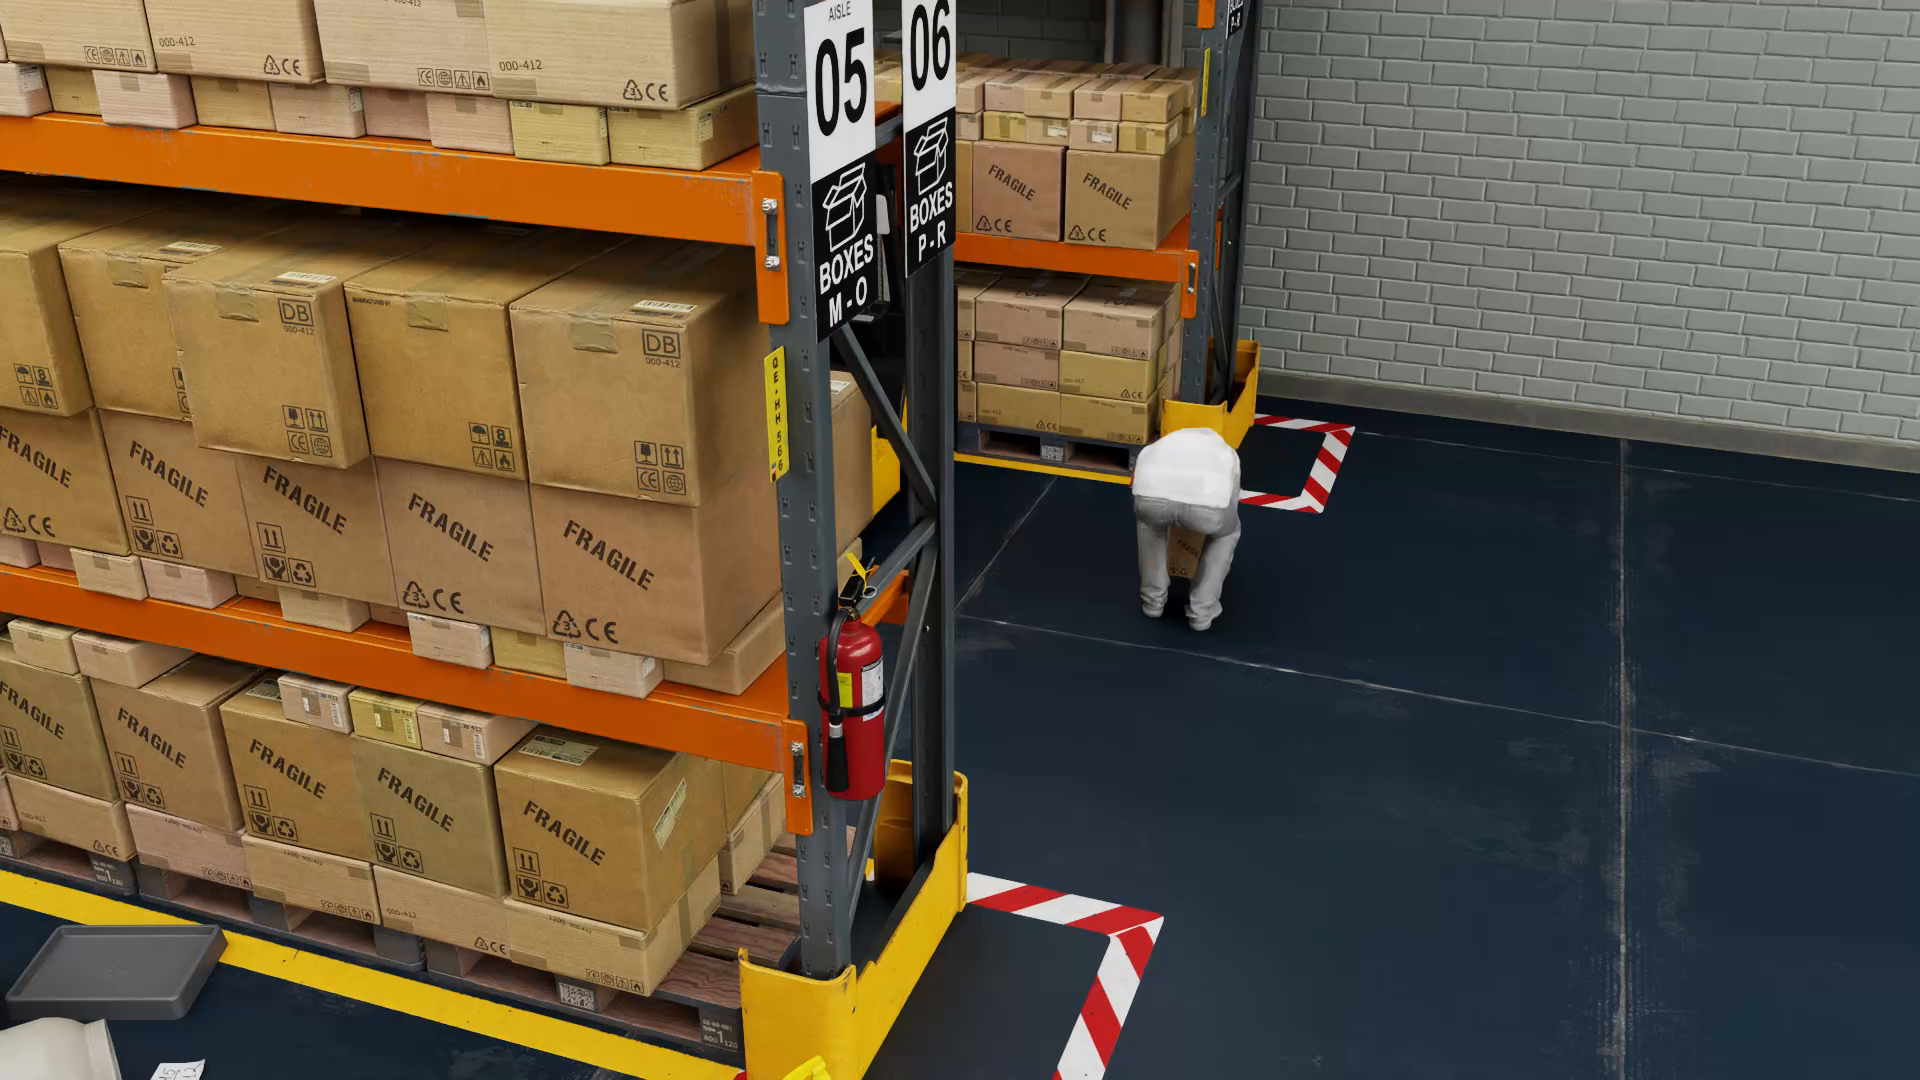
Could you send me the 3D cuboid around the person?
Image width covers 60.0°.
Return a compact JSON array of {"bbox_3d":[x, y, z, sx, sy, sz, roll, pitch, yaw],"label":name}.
[{"bbox_3d":[1.085,-0.141,7.864,0.504,0.923,0.998,7,27,15],"label":"person"}]
